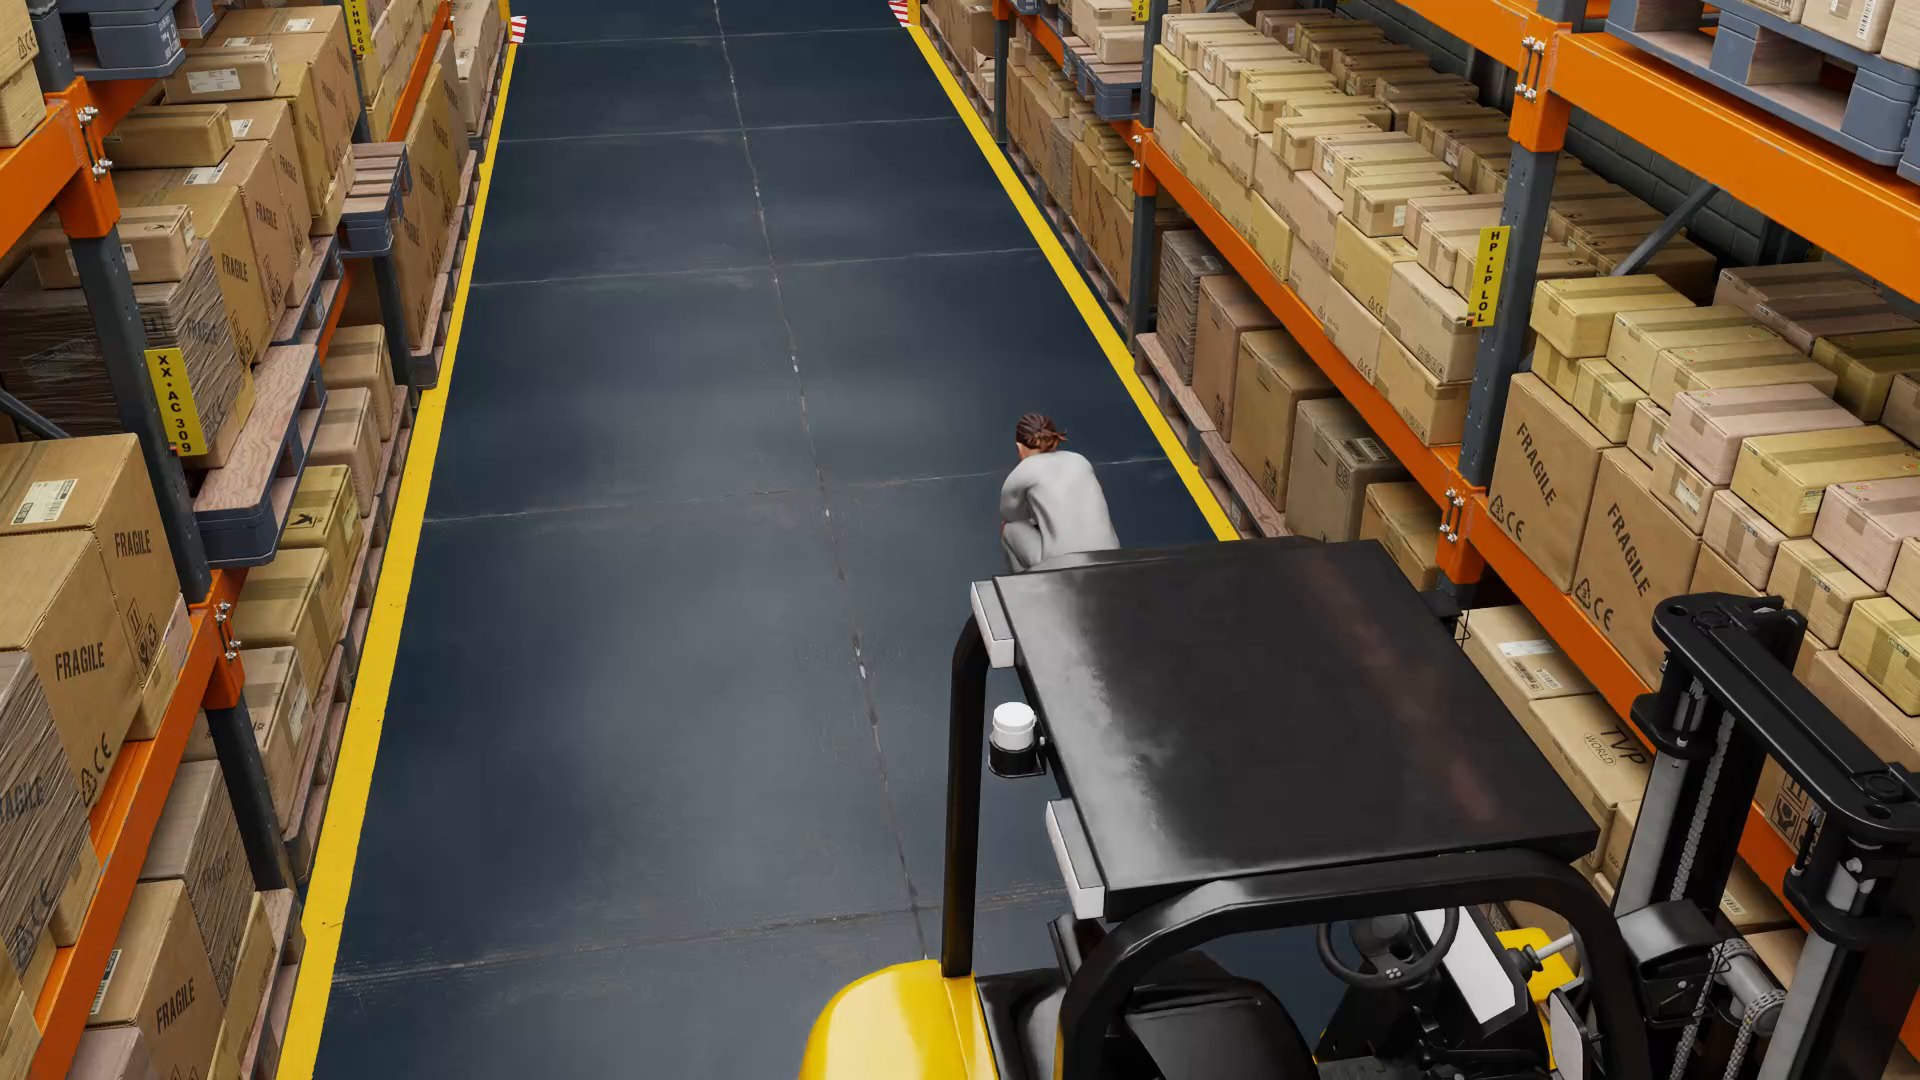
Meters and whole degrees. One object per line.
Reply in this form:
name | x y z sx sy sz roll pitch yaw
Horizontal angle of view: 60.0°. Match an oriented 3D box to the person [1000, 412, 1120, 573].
person | 0.429 -0.045 7.097 0.482 0.807 0.807 -5 31 -9
